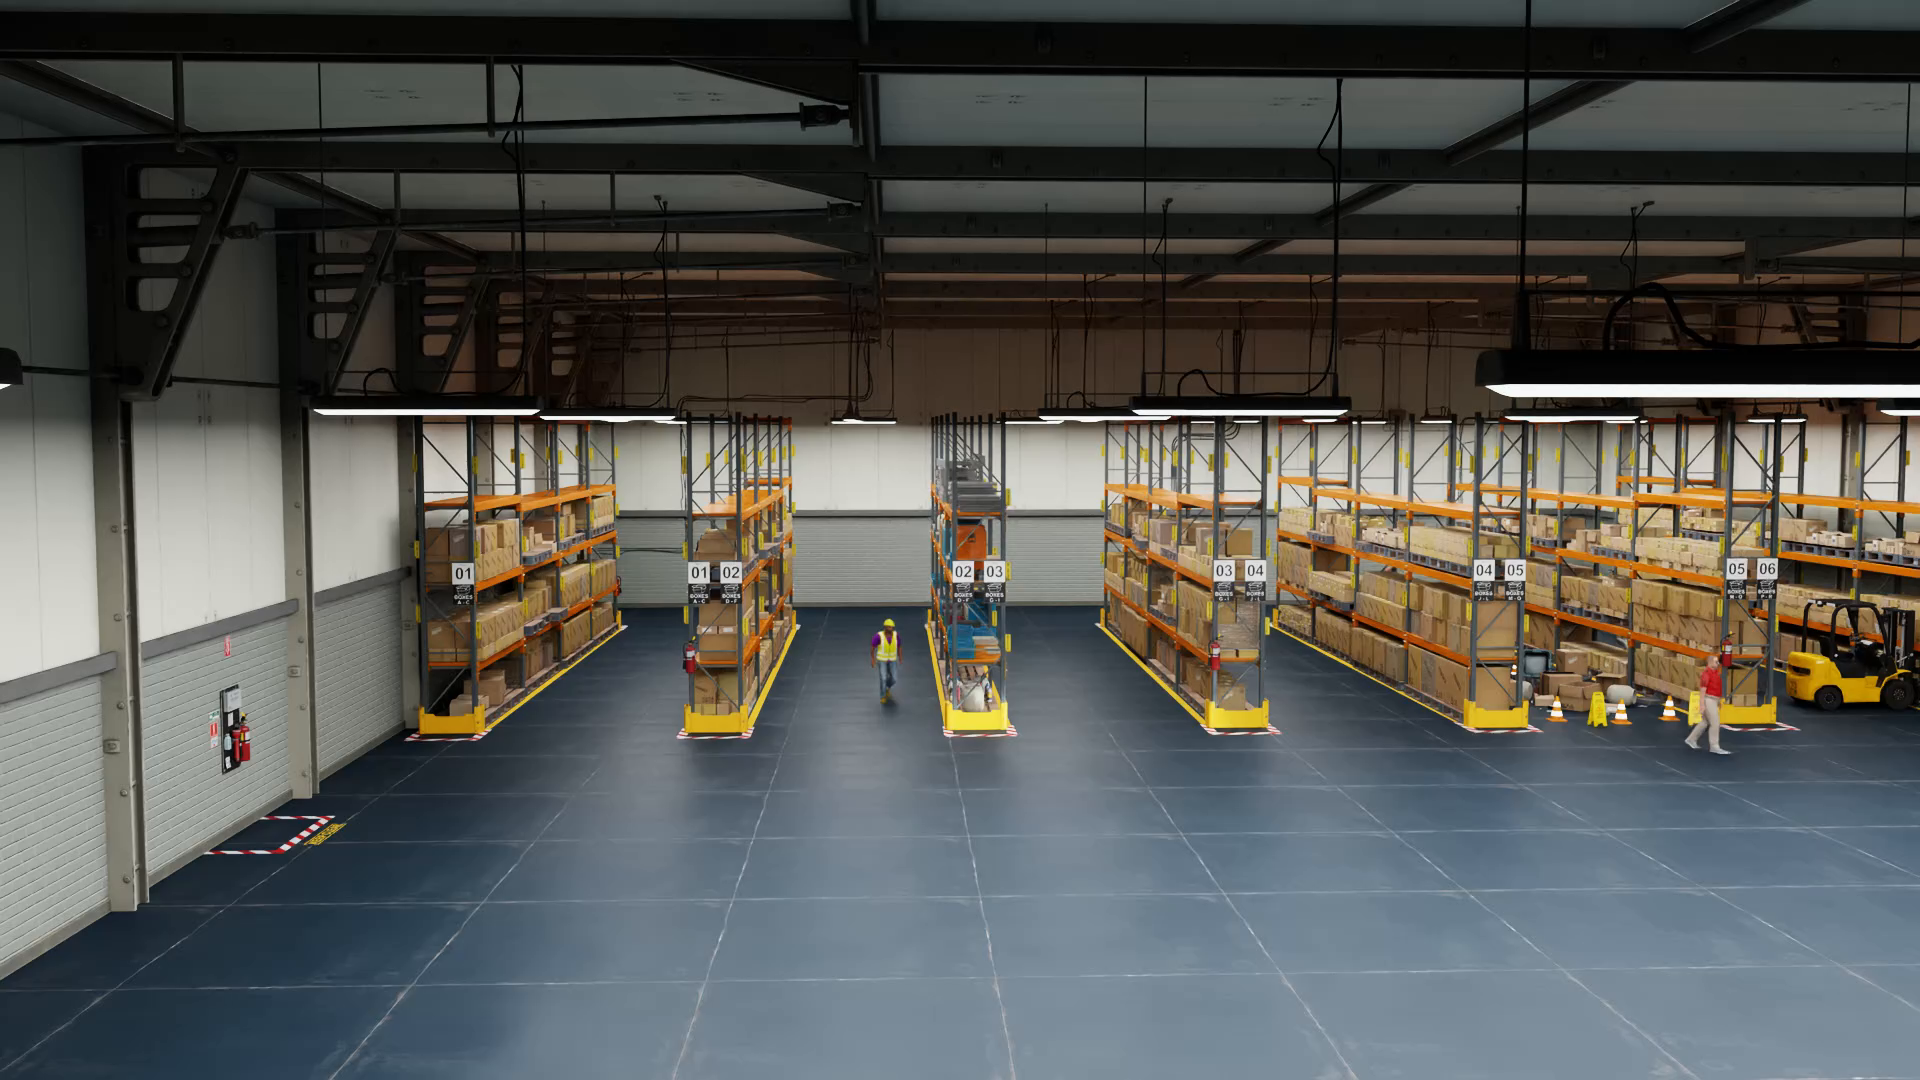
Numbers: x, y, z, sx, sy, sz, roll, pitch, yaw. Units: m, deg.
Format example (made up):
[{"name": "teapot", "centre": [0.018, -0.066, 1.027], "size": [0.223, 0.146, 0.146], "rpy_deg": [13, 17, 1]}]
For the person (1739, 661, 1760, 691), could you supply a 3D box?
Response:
[{"name": "person", "centre": [17.232, 2.496, 36.282], "size": [0.506, 1.533, 0.710], "rpy_deg": [0, 4, -2]}]

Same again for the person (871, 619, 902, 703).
[{"name": "person", "centre": [-1.560, 2.501, 34.687], "size": [0.642, 1.742, 0.665], "rpy_deg": [-2, 4, -22]}]

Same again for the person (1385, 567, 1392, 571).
[{"name": "person", "centre": [12.332, 1.608, 47.858], "size": [0.985, 1.657, 0.511], "rpy_deg": [2, 4, 26]}]

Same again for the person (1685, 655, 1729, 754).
[{"name": "person", "centre": [13.196, 2.881, 29.313], "size": [0.786, 1.732, 0.570], "rpy_deg": [3, 5, 36]}]

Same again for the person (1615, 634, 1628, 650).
[{"name": "person", "centre": [16.547, 2.098, 41.382], "size": [0.552, 1.633, 0.623], "rpy_deg": [-1, 4, -18]}]
